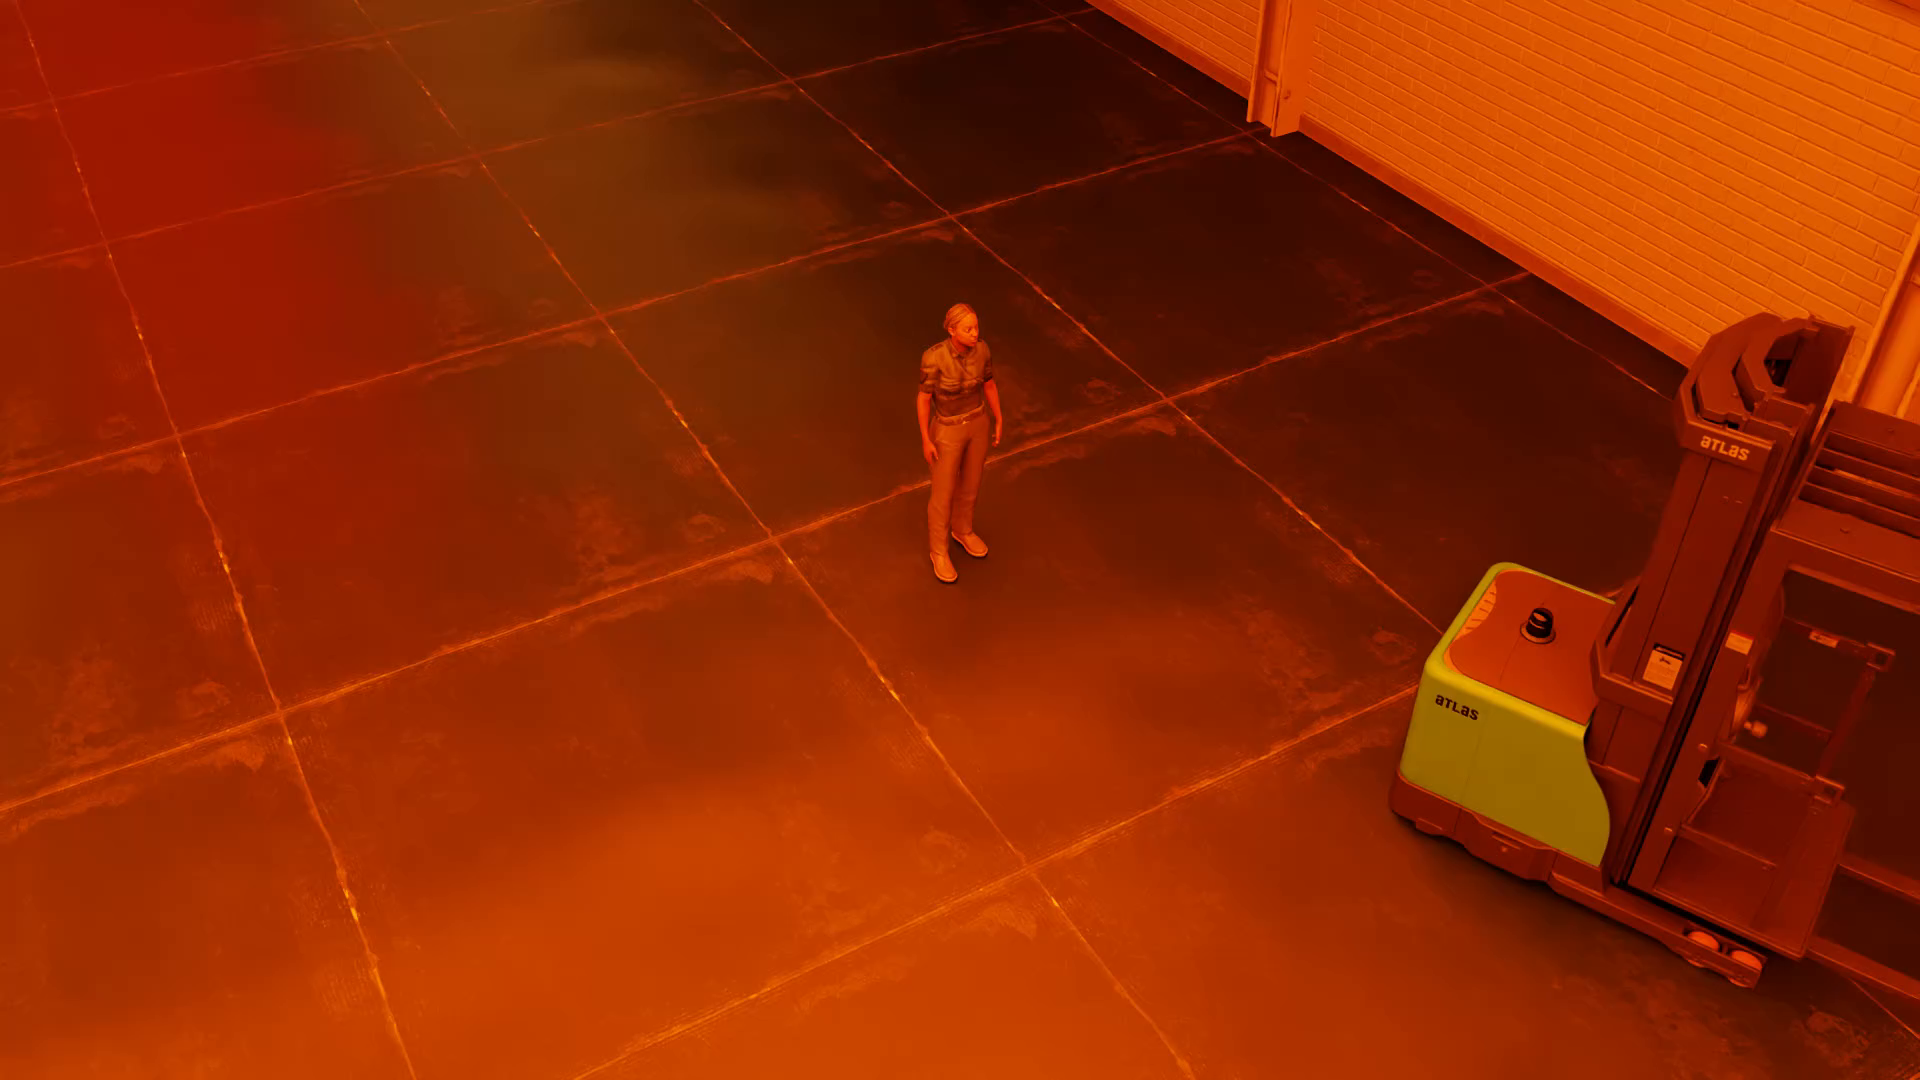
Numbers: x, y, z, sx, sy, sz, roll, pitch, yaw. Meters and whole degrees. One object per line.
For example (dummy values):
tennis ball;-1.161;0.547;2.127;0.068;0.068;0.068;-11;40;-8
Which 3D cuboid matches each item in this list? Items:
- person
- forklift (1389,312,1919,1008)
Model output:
person;0.027;-0.588;9.733;0.569;1.656;0.503;-20;44;-23
forklift;3.717;0.576;7.342;3.031;2.935;1.130;24;45;26
